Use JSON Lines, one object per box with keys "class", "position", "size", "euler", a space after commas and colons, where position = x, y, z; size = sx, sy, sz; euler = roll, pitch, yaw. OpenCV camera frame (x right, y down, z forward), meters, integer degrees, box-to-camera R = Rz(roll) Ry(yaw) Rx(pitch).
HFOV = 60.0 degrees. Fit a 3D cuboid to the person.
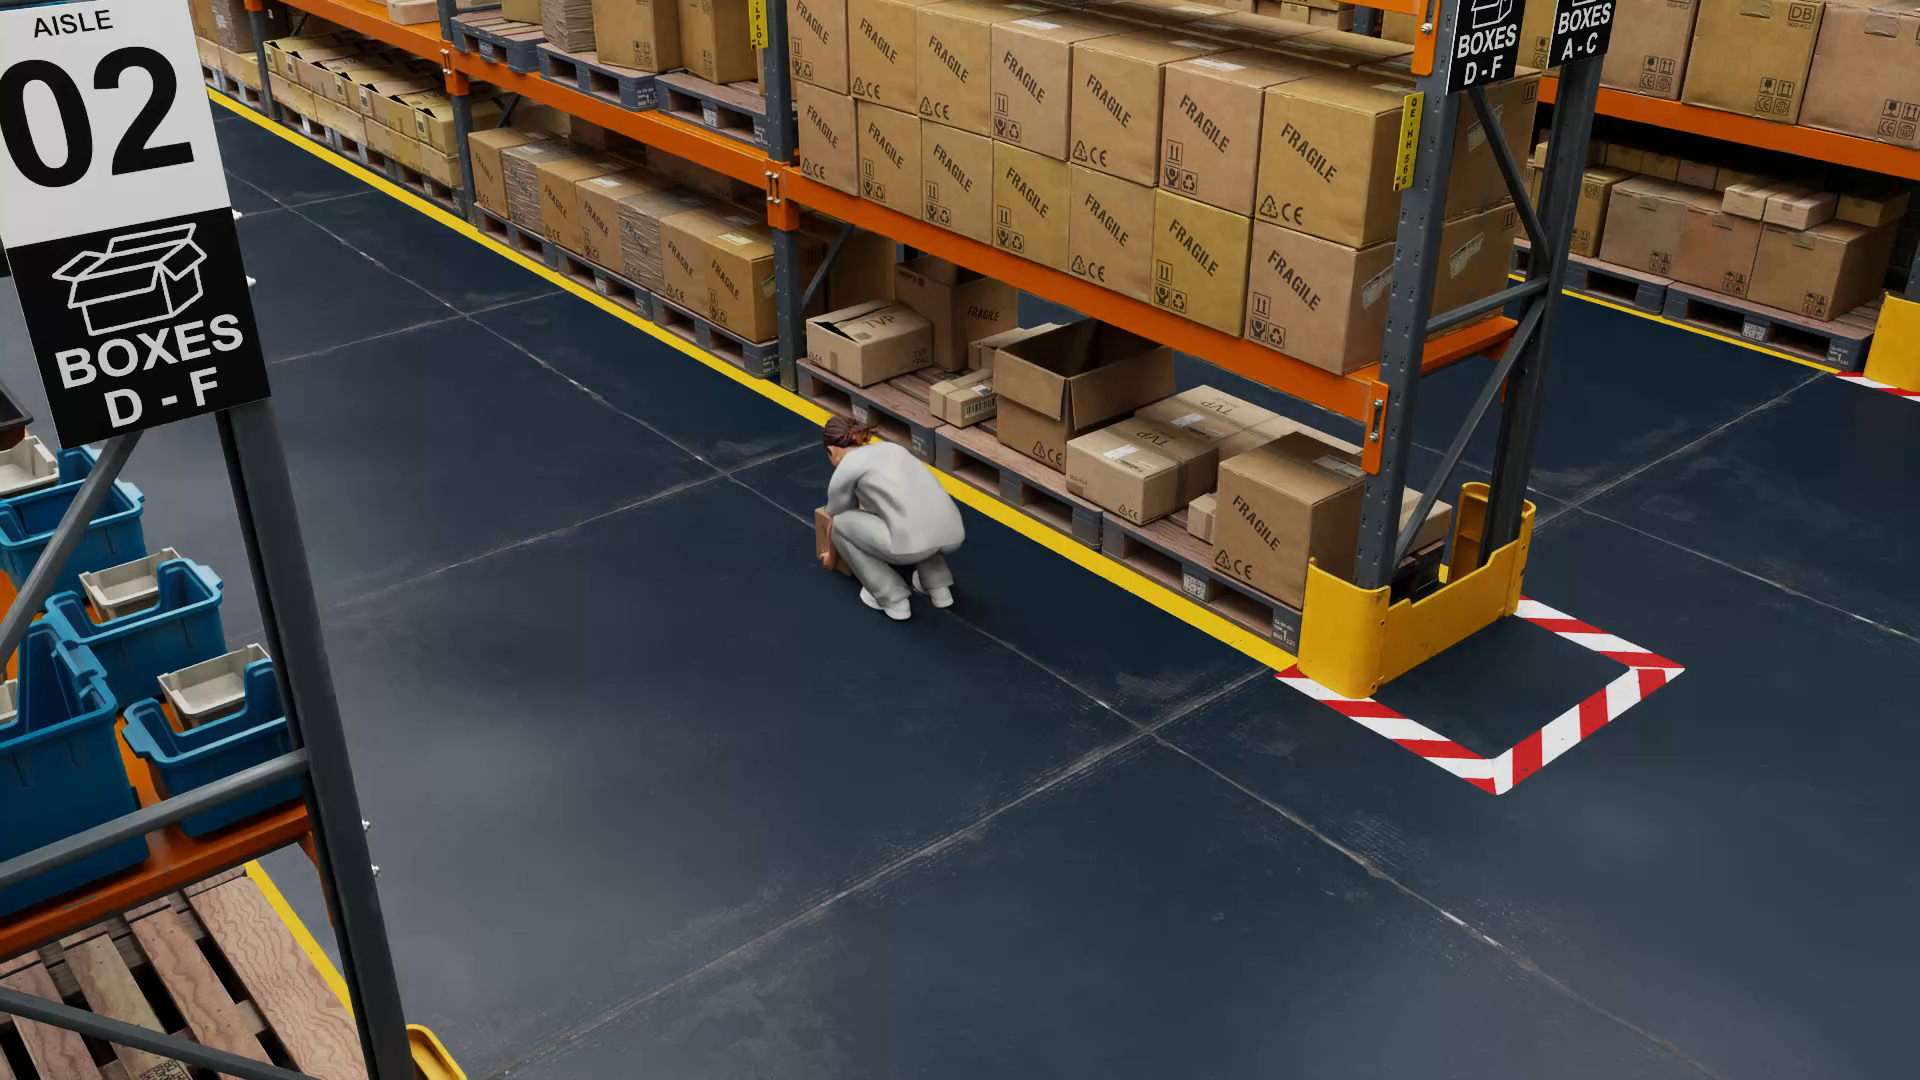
{"class": "person", "position": [-0.320, -0.080, 7.346], "size": [0.475, 0.809, 0.832], "euler": [-17, 33, -29]}
